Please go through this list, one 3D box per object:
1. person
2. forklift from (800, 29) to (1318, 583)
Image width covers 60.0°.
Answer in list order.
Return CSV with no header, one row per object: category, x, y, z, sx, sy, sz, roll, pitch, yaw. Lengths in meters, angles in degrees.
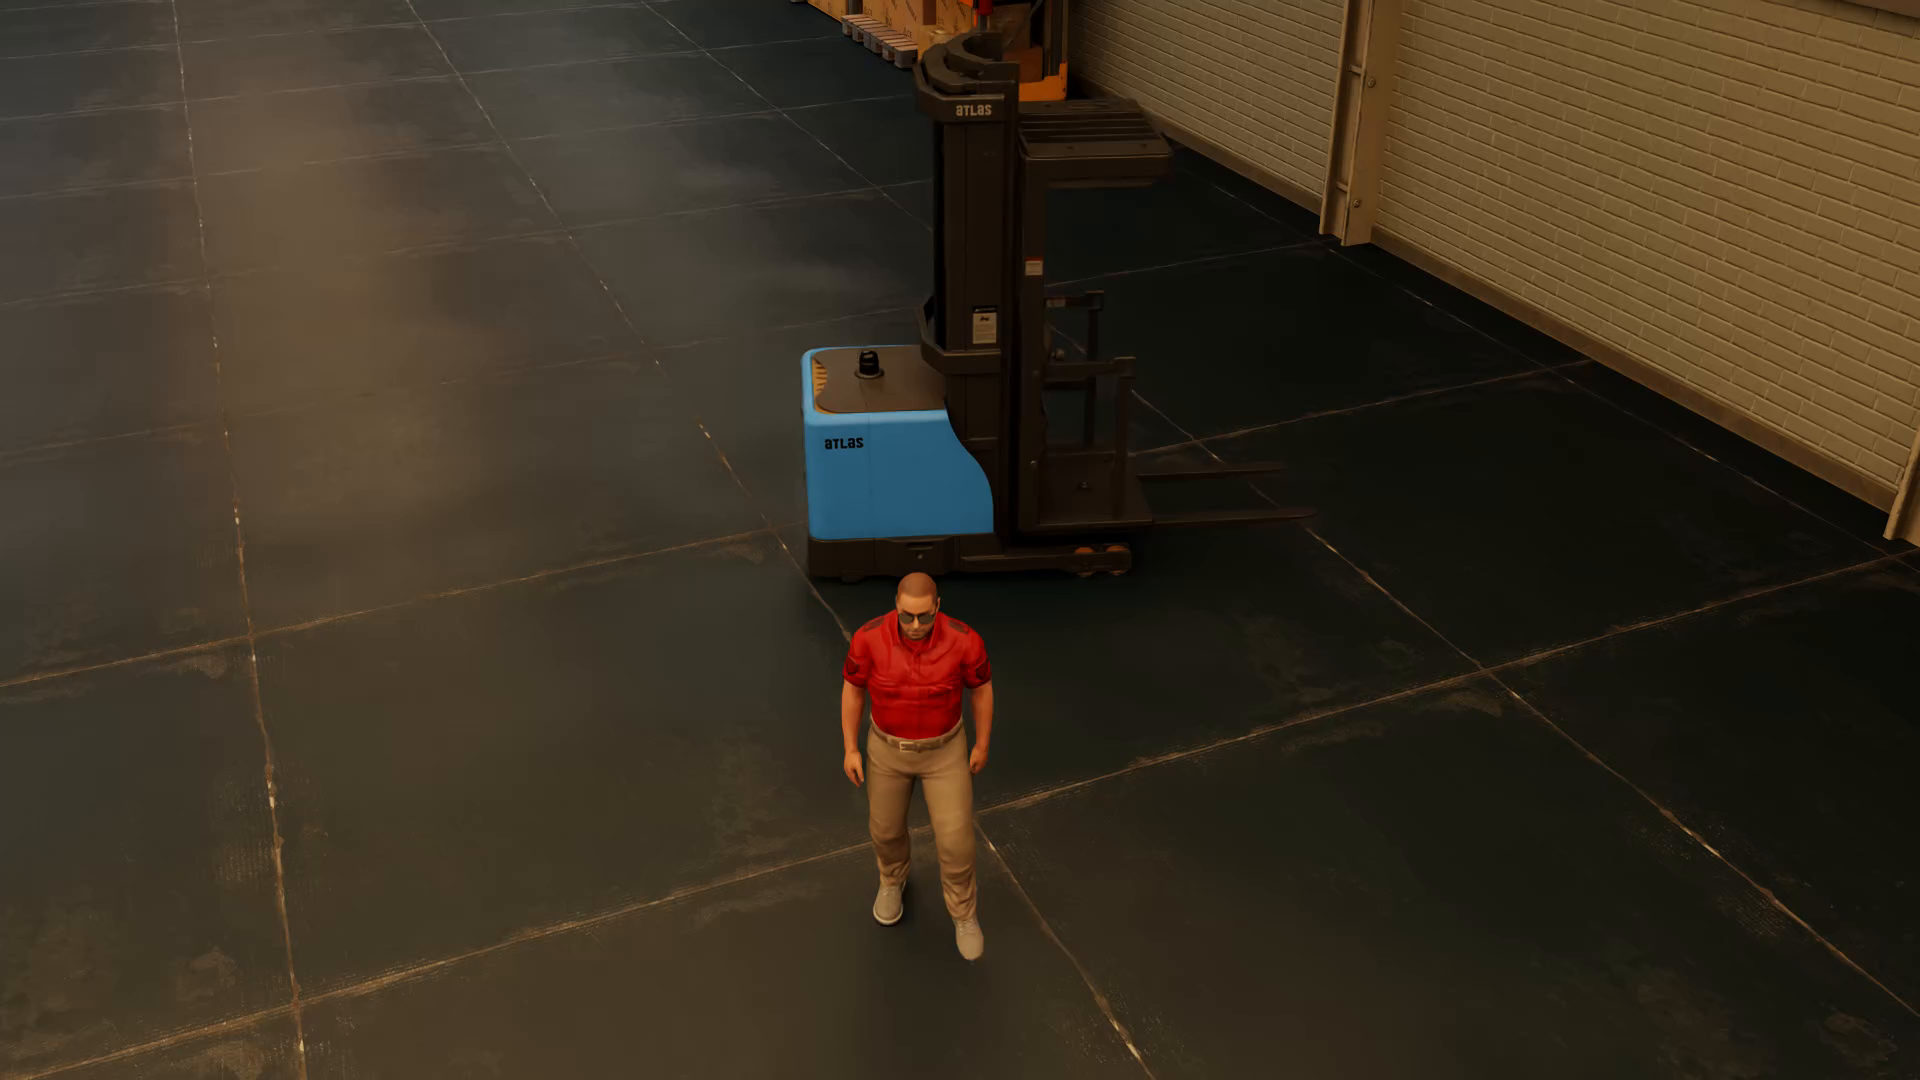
person,-0.181,0.903,6.797,0.613,1.754,0.495,2,30,4
forklift,0.589,-1.322,9.432,3.031,2.935,1.130,-3,30,-5
